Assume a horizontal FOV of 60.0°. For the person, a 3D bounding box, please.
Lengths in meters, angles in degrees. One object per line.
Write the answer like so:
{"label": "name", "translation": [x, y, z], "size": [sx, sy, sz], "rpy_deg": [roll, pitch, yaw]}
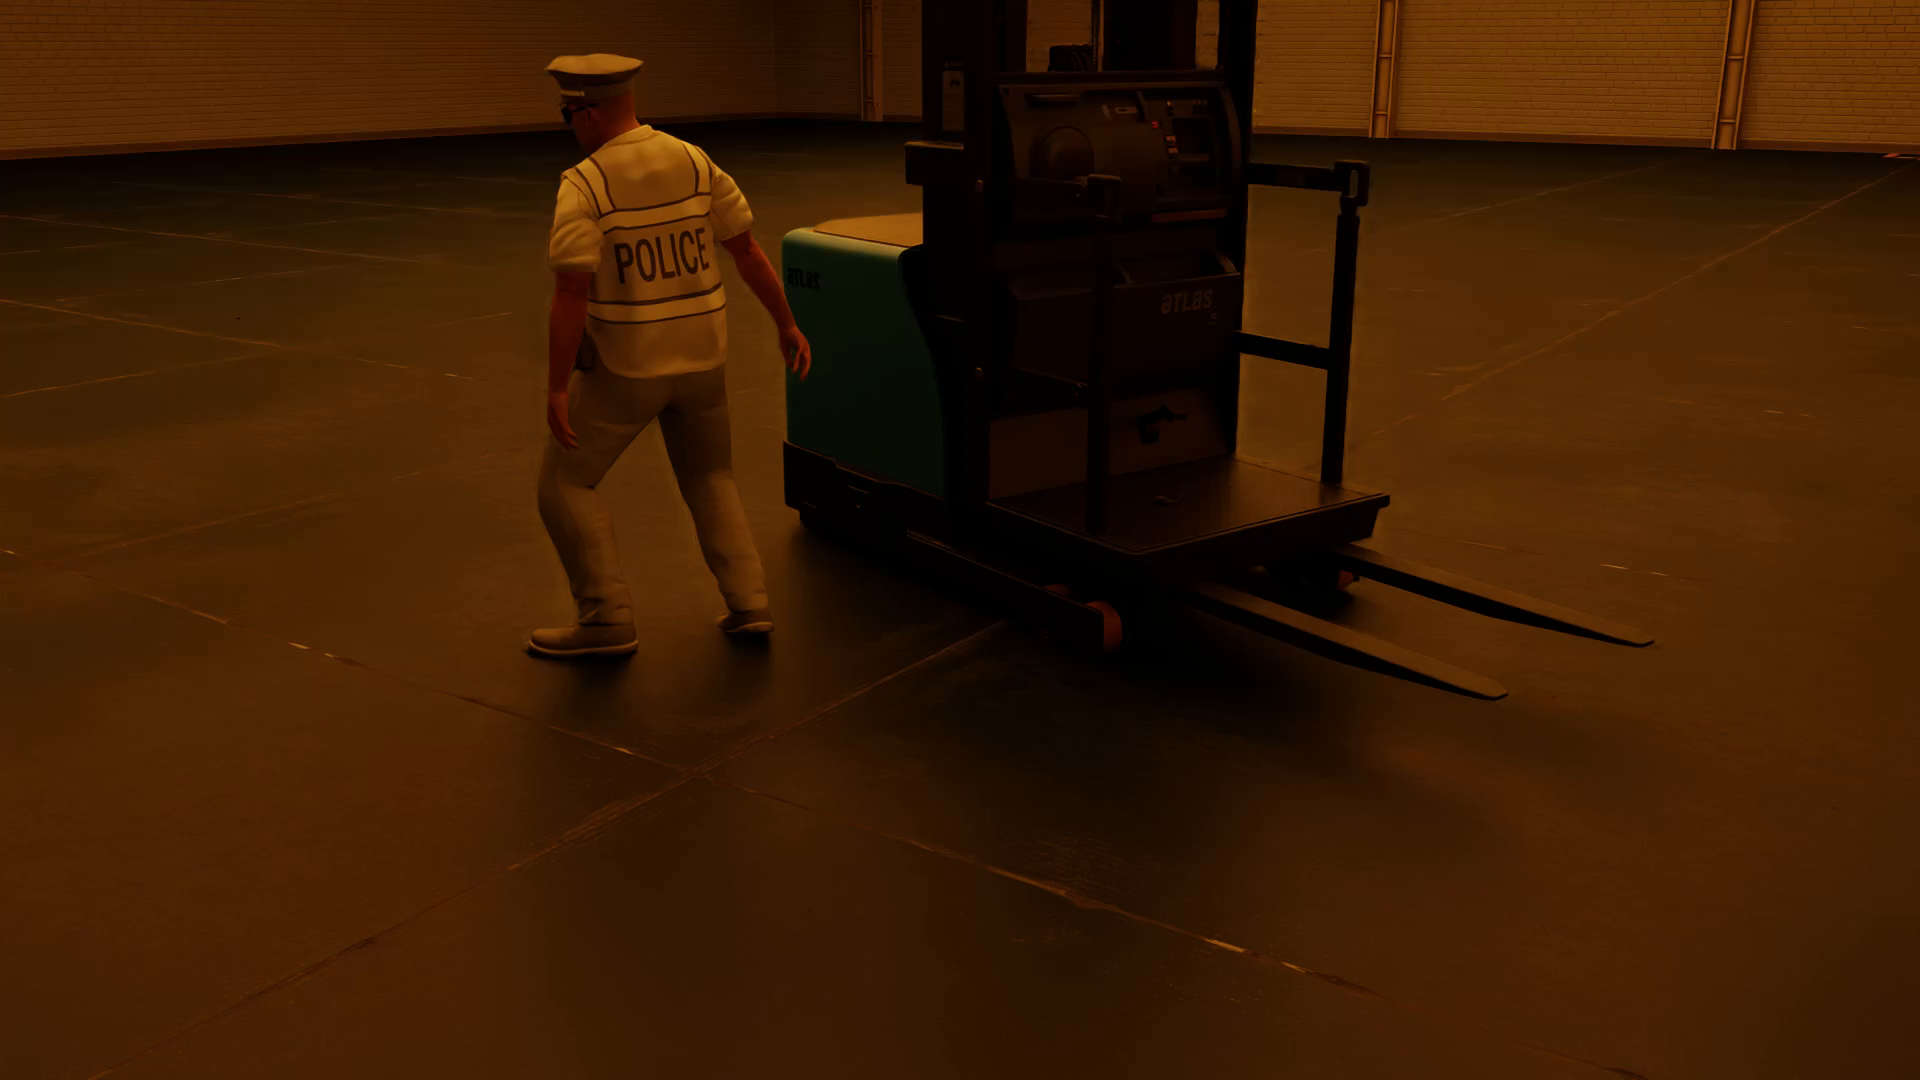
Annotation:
{"label": "person", "translation": [-0.837, -0.502, 4.792], "size": [0.886, 1.731, 0.502], "rpy_deg": [-12, 20, -35]}

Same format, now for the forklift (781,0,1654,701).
{"label": "forklift", "translation": [0.630, -1.222, 4.919], "size": [1.130, 2.935, 3.031], "rpy_deg": [-12, 20, -35]}
